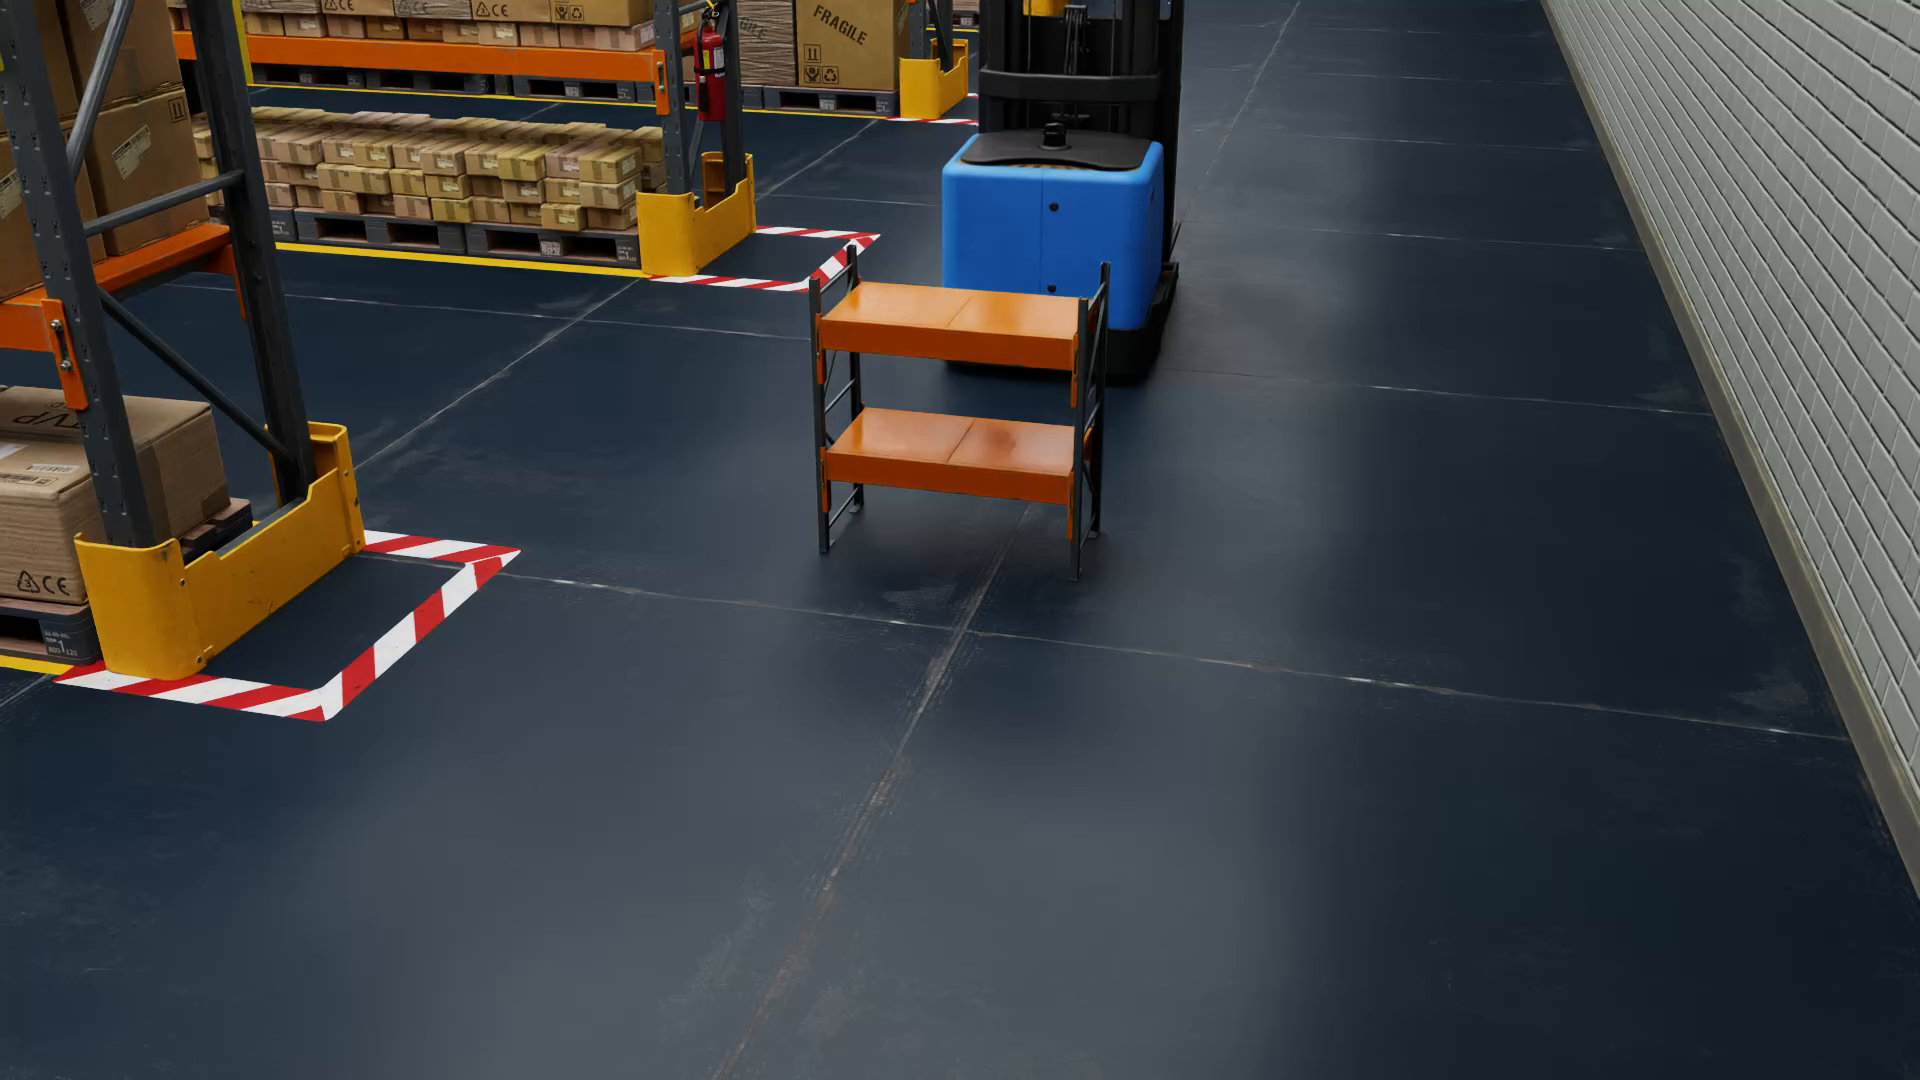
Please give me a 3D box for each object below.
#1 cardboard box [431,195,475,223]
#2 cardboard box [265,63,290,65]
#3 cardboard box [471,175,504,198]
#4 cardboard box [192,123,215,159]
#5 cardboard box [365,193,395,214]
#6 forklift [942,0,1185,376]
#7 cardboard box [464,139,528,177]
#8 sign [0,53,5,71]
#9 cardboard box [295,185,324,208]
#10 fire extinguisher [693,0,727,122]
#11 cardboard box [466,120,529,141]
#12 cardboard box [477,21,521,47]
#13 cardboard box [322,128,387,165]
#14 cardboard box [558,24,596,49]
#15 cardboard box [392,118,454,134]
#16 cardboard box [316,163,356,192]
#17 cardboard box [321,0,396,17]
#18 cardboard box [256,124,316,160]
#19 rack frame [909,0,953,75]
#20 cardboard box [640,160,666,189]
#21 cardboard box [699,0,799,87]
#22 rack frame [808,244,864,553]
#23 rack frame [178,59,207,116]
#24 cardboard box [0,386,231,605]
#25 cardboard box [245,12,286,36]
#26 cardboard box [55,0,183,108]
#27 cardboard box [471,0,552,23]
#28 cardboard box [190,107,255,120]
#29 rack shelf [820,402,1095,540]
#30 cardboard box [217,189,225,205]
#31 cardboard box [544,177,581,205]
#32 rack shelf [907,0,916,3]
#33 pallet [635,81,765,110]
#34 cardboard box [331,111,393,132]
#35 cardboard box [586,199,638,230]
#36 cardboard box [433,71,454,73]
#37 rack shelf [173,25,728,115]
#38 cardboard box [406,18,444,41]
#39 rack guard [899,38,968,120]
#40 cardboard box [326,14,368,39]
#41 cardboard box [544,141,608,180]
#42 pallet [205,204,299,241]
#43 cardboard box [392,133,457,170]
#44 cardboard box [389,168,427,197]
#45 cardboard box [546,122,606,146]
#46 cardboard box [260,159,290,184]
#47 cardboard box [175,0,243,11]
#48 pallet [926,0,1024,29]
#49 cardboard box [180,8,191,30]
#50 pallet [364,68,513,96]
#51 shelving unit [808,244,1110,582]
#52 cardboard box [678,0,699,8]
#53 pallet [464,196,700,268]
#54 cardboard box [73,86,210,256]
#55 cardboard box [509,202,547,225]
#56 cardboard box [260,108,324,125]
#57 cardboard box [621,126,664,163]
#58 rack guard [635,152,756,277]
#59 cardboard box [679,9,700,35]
[{"bbox_3d":[-3.155,-2.142,10.587,0.250,0.149,0.380,5,26,11],"label":"cardboard box"},{"bbox_3d":[-6.470,-5.158,16.077,0.875,0.875,1.225,6,26,13],"label":"cardboard box"},{"bbox_3d":[-2.900,-2.299,10.571,0.250,0.149,0.380,6,26,12],"label":"cardboard box"},{"bbox_3d":[-4.920,-2.620,10.899,0.250,0.149,0.380,8,27,16],"label":"cardboard box"},{"bbox_3d":[-3.641,-2.238,10.788,0.250,0.149,0.380,7,26,14],"label":"cardboard box"},{"bbox_3d":[0.692,-2.753,9.123,1.130,2.935,3.031,5,26,10],"label":"forklift"},{"bbox_3d":[-2.902,-2.400,10.437,0.250,0.149,0.380,5,26,11],"label":"cardboard box"},{"bbox_3d":[-2.863,-1.532,4.855,0.005,0.325,0.100,6,26,13],"label":"sign"},{"bbox_3d":[-4.142,-2.302,10.923,0.250,0.149,0.380,5,26,11],"label":"cardboard box"},{"bbox_3d":[-1.451,-2.776,9.614,0.183,0.674,0.296,6,26,13],"label":"fire extinguisher"},{"bbox_3d":[-3.039,-2.652,10.967,0.250,0.149,0.380,7,26,15],"label":"cardboard box"},{"bbox_3d":[-2.697,-3.082,10.027,0.250,0.149,0.380,7,26,14],"label":"cardboard box"},{"bbox_3d":[-3.894,-2.539,10.729,0.250,0.149,0.380,5,26,11],"label":"cardboard box"},{"bbox_3d":[-2.198,-3.044,9.946,0.250,0.149,0.380,6,26,13],"label":"cardboard box"},{"bbox_3d":[-3.550,-2.686,11.039,0.250,0.149,0.380,6,26,13],"label":"cardboard box"},{"bbox_3d":[-3.920,-2.367,10.715,0.250,0.149,0.380,6,26,13],"label":"cardboard box"},{"bbox_3d":[-3.551,-3.484,10.115,0.500,0.500,0.500,8,27,16],"label":"cardboard box"},{"bbox_3d":[-4.404,-2.595,10.847,0.250,0.149,0.380,6,26,12],"label":"cardboard box"},{"bbox_3d":[-0.247,-5.252,14.292,0.127,3.000,1.000,6,26,13],"label":"rack frame"},{"bbox_3d":[-2.023,-2.398,10.778,0.250,0.149,0.380,7,26,15],"label":"cardboard box"},{"bbox_3d":[-1.768,-4.615,14.937,0.875,0.875,0.875,6,26,13],"label":"cardboard box"},{"bbox_3d":[-0.486,-0.562,6.621,0.032,1.125,0.500,6,26,13],"label":"rack frame"},{"bbox_3d":[-5.454,-3.626,10.877,0.127,3.000,1.000,6,26,13],"label":"rack frame"},{"bbox_3d":[-3.379,-0.188,6.148,0.875,0.438,0.875,5,26,11],"label":"cardboard box"},{"bbox_3d":[-4.231,-3.257,10.394,0.250,0.149,0.380,7,26,14],"label":"cardboard box"},{"bbox_3d":[-3.109,-1.793,5.747,0.500,0.500,0.500,6,26,12],"label":"cardboard box"},{"bbox_3d":[-2.577,-3.376,9.888,0.500,0.500,0.500,6,26,12],"label":"cardboard box"},{"bbox_3d":[-5.044,-2.867,11.419,0.250,0.149,0.380,7,26,14],"label":"cardboard box"},{"bbox_3d":[0.007,-0.286,6.612,1.000,0.278,0.538,6,26,13],"label":"rack shelf"},{"bbox_3d":[-4.670,-2.322,10.966,0.250,0.149,0.380,6,26,13],"label":"cardboard box"},{"bbox_3d":[-2.402,-2.223,10.411,0.250,0.149,0.380,6,26,12],"label":"cardboard box"},{"bbox_3d":[-2.184,-5.141,14.896,4.000,0.370,1.077,6,26,13],"label":"rack shelf"},{"bbox_3d":[-2.218,-4.177,15.279,1.213,0.211,1.003,6,26,13],"label":"pallet"},{"bbox_3d":[-4.027,-2.782,11.240,0.250,0.149,0.380,5,26,10],"label":"cardboard box"},{"bbox_3d":[-2.142,-2.070,10.436,0.250,0.149,0.380,7,26,14],"label":"cardboard box"},{"bbox_3d":[-4.745,-4.971,15.684,0.875,0.875,1.225,6,26,13],"label":"cardboard box"},{"bbox_3d":[-3.517,-3.087,10.582,4.000,0.370,1.077,6,26,13],"label":"rack shelf"},{"bbox_3d":[-3.192,-3.176,10.224,0.250,0.149,0.380,5,26,11],"label":"cardboard box"},{"bbox_3d":[-0.223,-4.121,14.824,0.348,0.500,1.175,6,26,13],"label":"rack guard"},{"bbox_3d":[-3.702,-3.216,10.308,0.250,0.149,0.380,7,26,15],"label":"cardboard box"},{"bbox_3d":[-2.385,-2.371,10.376,0.250,0.149,0.380,7,26,14],"label":"cardboard box"},{"bbox_3d":[-4.795,-2.310,11.356,1.213,0.211,1.003,6,26,13],"label":"pallet"},{"bbox_3d":[-3.404,-2.480,10.605,0.250,0.149,0.380,5,26,11],"label":"cardboard box"},{"bbox_3d":[-3.414,-2.312,10.600,0.250,0.149,0.380,8,27,16],"label":"cardboard box"},{"bbox_3d":[-2.512,-2.626,10.913,0.250,0.149,0.380,6,26,13],"label":"cardboard box"},{"bbox_3d":[-4.409,-2.460,10.909,0.250,0.149,0.380,5,26,10],"label":"cardboard box"},{"bbox_3d":[-4.556,-3.598,10.355,0.500,0.500,0.500,6,26,13],"label":"cardboard box"},{"bbox_3d":[0.198,-6.159,19.442,1.213,0.211,1.003,6,26,13],"label":"pallet"},{"bbox_3d":[-4.721,-3.343,10.574,0.250,0.149,0.380,5,26,11],"label":"cardboard box"},{"bbox_3d":[-4.887,-4.472,15.898,1.213,0.211,1.003,6,26,13],"label":"pallet"},{"bbox_3d":[0.007,-0.507,6.507,1.048,1.125,0.538,6,26,13],"label":"shelving unit"},{"bbox_3d":[-1.946,-3.540,10.235,0.500,0.500,0.500,8,26,15],"label":"cardboard box"},{"bbox_3d":[-2.431,-2.049,10.808,1.213,0.211,1.003,6,26,13],"label":"pallet"},{"bbox_3d":[-3.108,-1.342,5.964,0.500,0.500,0.500,6,26,13],"label":"cardboard box"},{"bbox_3d":[-2.650,-2.119,10.540,0.250,0.149,0.380,6,26,13],"label":"cardboard box"},{"bbox_3d":[-4.544,-2.833,11.347,0.250,0.149,0.380,6,26,13],"label":"cardboard box"},{"bbox_3d":[-2.003,-2.566,10.787,0.250,0.149,0.380,5,26,11],"label":"cardboard box"},{"bbox_3d":[-1.653,-2.077,10.532,0.348,0.500,1.175,6,26,13],"label":"rack guard"},{"bbox_3d":[-1.812,-3.256,10.391,0.250,0.149,0.380,6,26,13],"label":"cardboard box"}]
